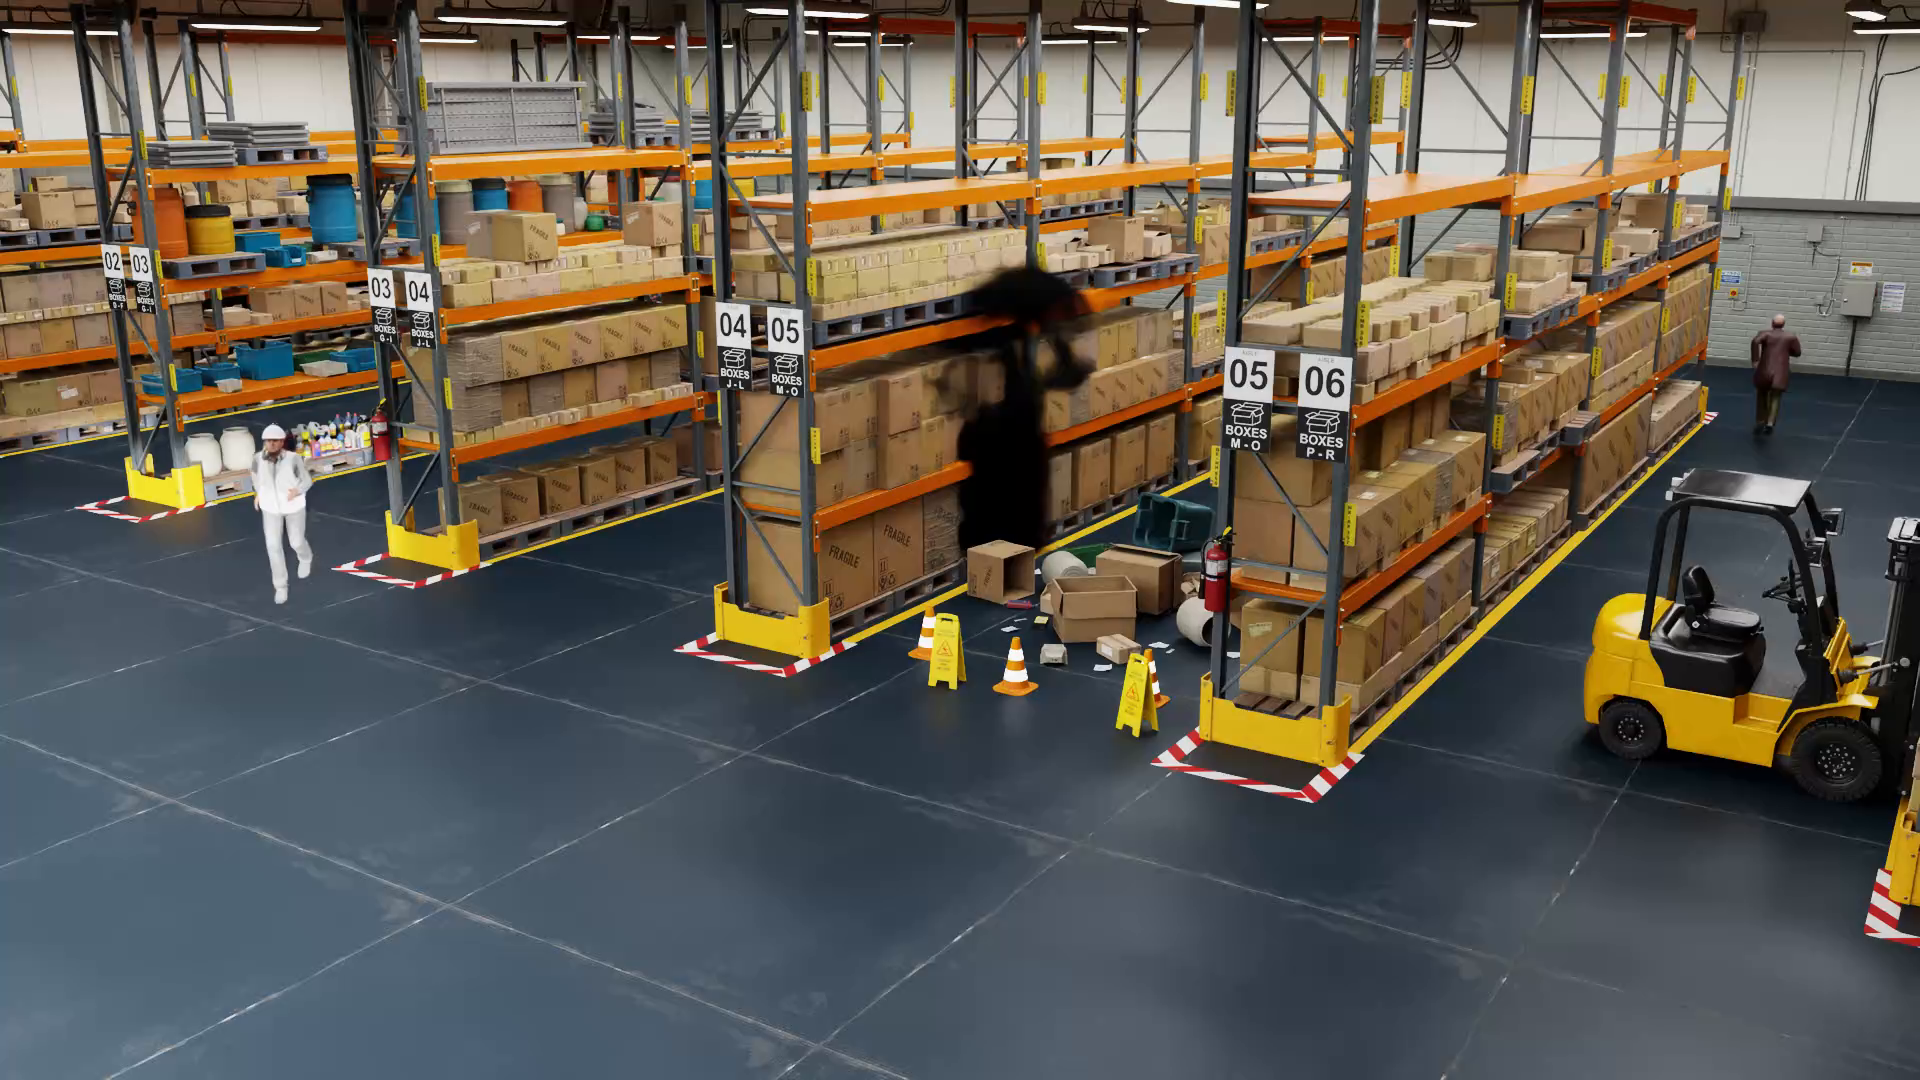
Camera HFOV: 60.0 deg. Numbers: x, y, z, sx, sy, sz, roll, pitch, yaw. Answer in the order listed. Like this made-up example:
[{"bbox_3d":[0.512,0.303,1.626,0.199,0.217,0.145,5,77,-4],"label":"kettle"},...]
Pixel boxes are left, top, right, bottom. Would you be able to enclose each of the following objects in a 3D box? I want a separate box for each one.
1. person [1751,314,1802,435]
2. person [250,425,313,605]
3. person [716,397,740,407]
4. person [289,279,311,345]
[{"bbox_3d":[12.003,-2.396,24.563,0.706,1.833,1.028,6,17,22],"label":"person"},{"bbox_3d":[-6.951,-0.331,17.113,0.628,1.784,0.960,-3,16,-11],"label":"person"},{"bbox_3d":[-3.340,-2.346,24.602,0.706,1.731,1.053,8,17,27],"label":"person"},{"bbox_3d":[-12.088,-3.969,30.429,0.556,1.706,0.816,7,17,24],"label":"person"}]
